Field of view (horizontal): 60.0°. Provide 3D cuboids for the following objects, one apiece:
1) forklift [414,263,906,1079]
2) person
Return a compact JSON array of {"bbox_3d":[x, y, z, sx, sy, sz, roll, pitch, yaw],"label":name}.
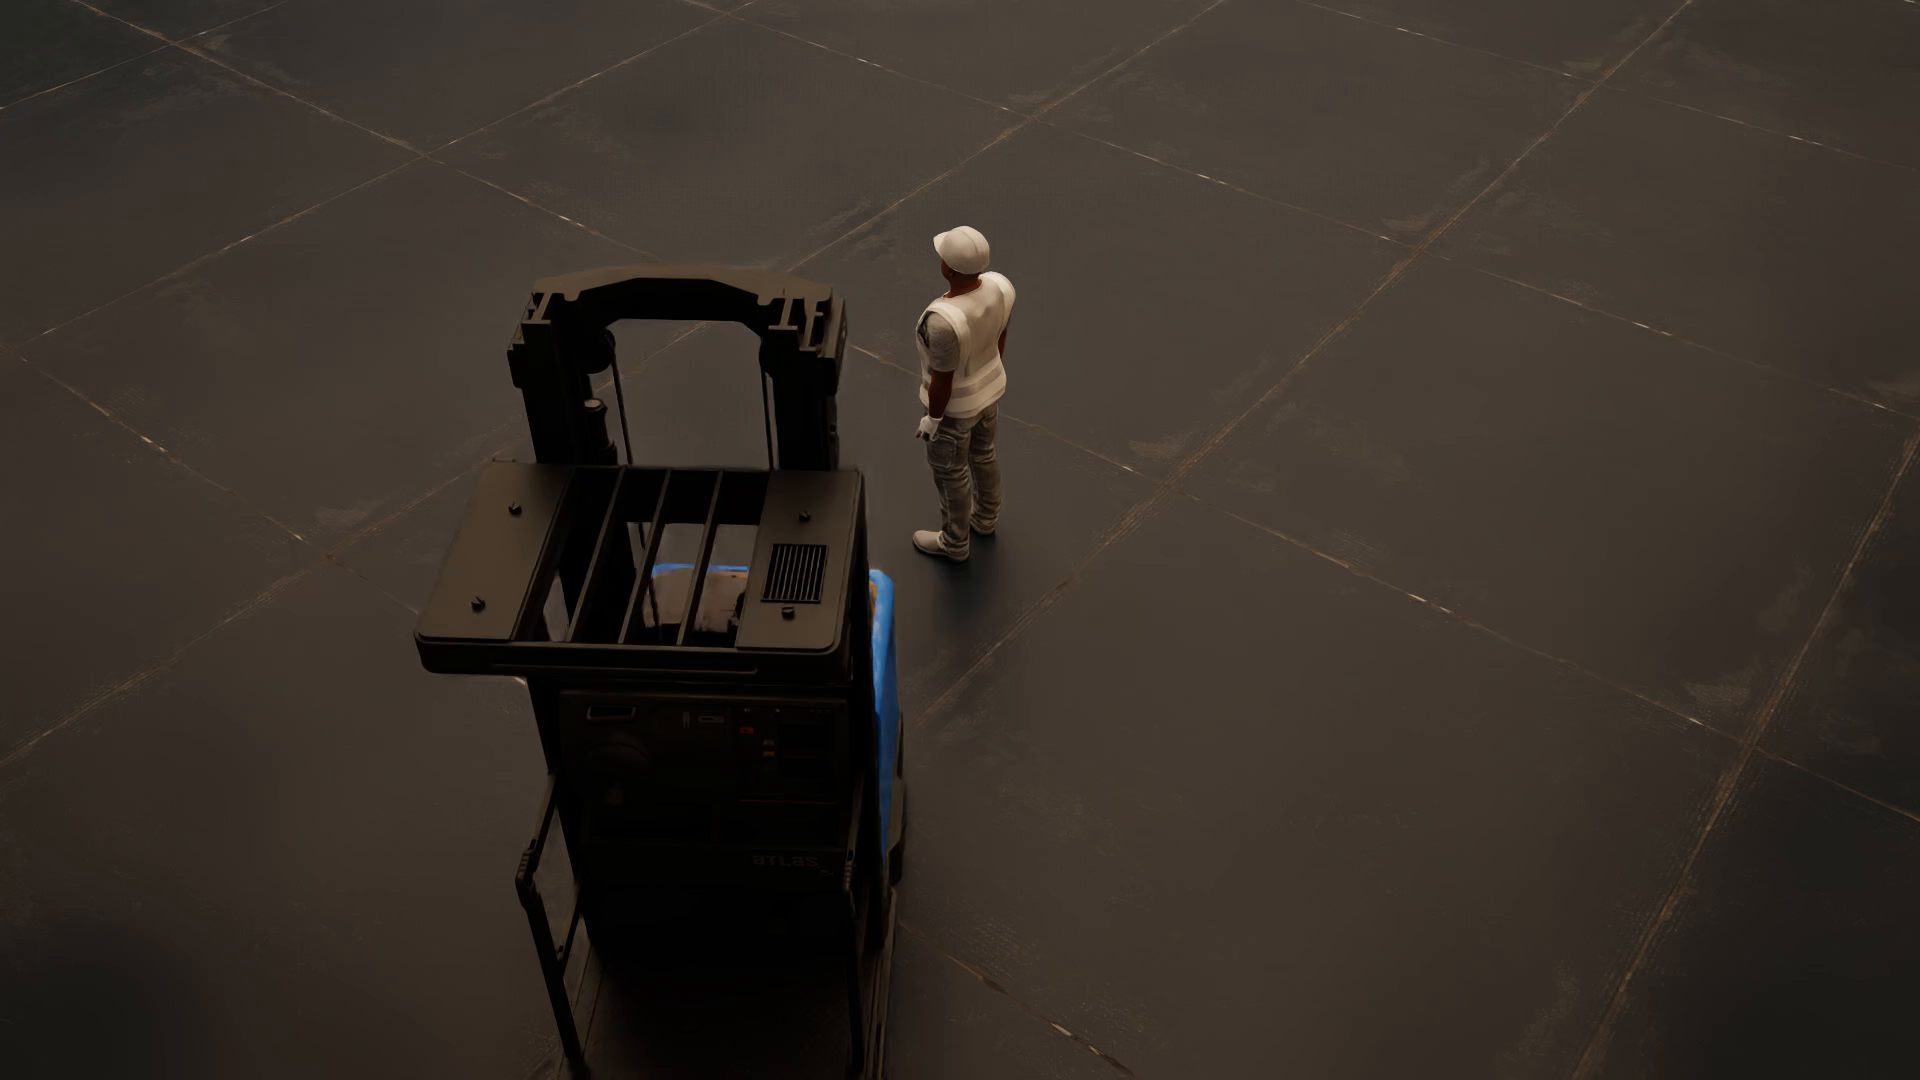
[{"bbox_3d":[-0.827,0.756,5.188,1.130,2.935,3.031,2,40,2],"label":"forklift"},{"bbox_3d":[-0.010,-0.675,7.750,0.382,1.789,0.542,26,47,28],"label":"person"}]
